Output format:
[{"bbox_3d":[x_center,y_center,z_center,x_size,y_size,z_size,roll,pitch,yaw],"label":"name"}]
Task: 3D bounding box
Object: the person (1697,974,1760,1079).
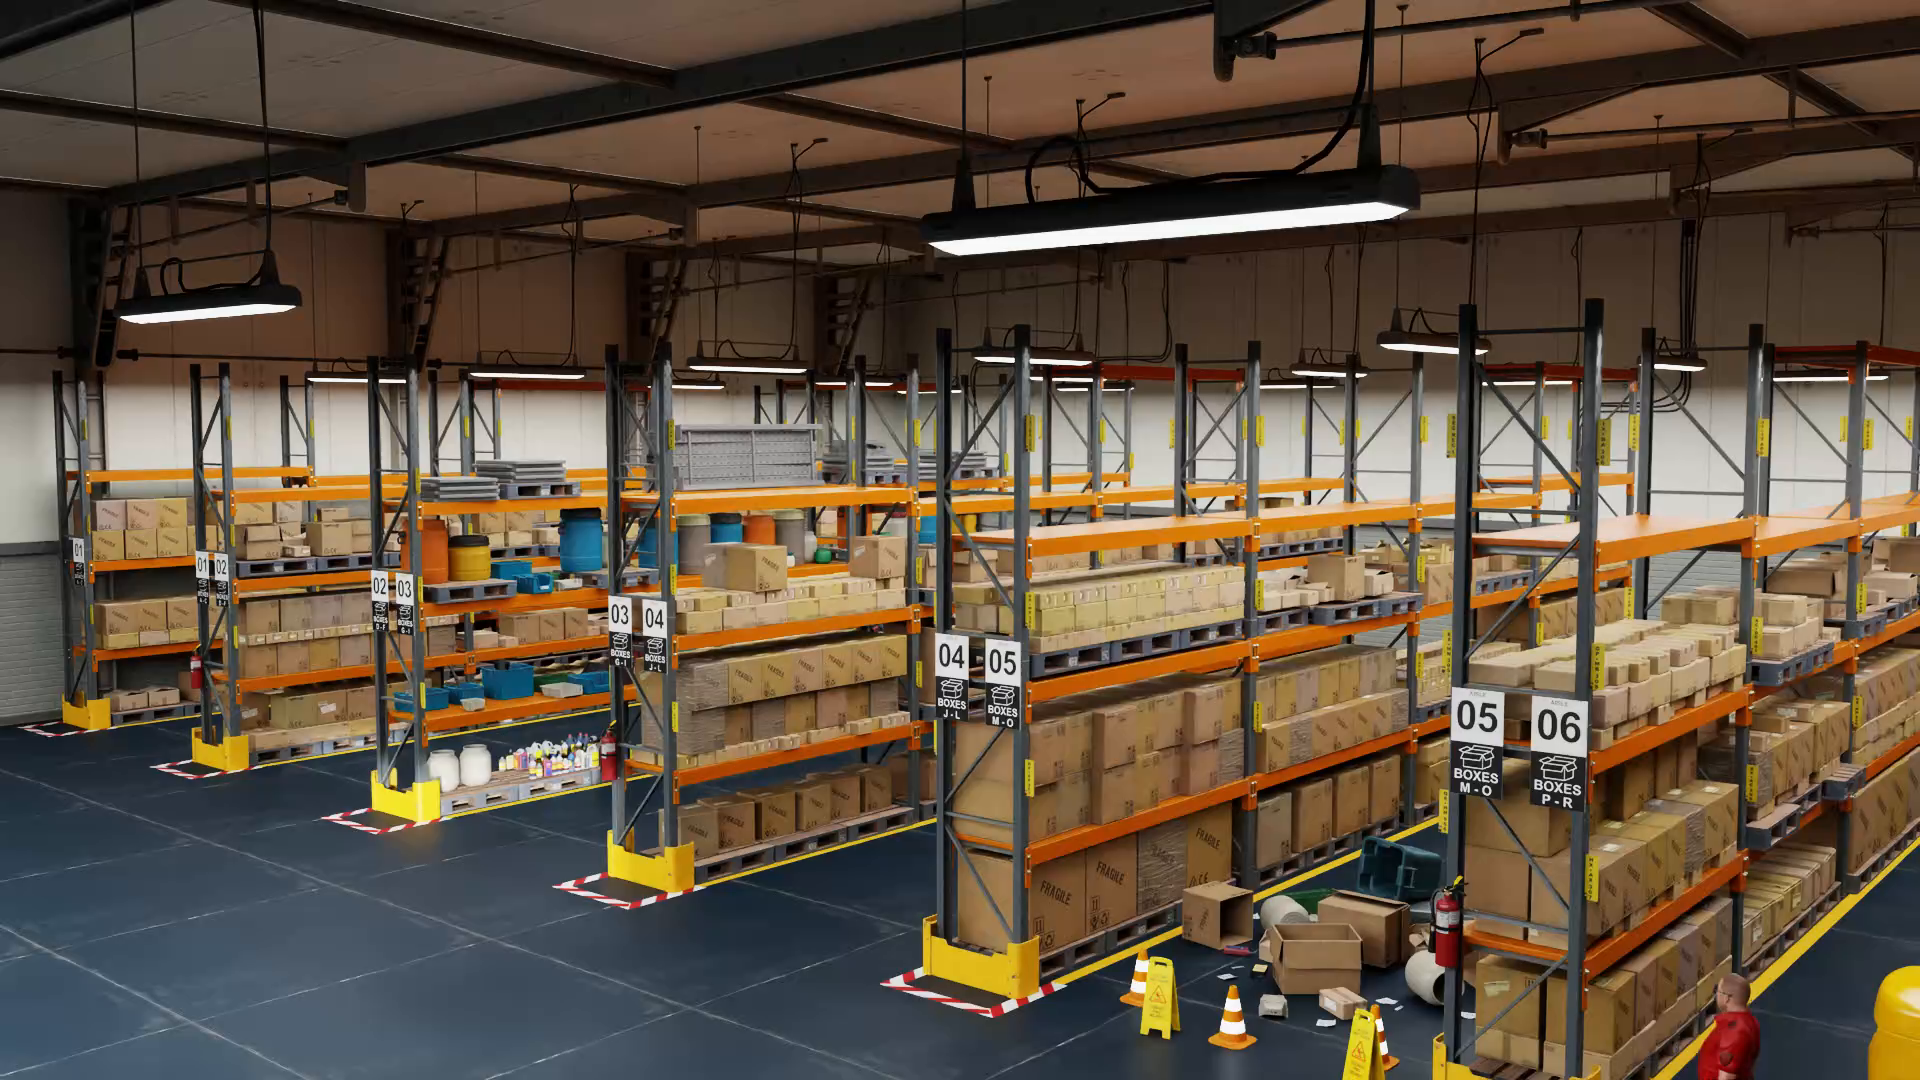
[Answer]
[{"bbox_3d":[4.801,3.550,10.321,0.654,1.720,0.497,1,4,16],"label":"person"}]
